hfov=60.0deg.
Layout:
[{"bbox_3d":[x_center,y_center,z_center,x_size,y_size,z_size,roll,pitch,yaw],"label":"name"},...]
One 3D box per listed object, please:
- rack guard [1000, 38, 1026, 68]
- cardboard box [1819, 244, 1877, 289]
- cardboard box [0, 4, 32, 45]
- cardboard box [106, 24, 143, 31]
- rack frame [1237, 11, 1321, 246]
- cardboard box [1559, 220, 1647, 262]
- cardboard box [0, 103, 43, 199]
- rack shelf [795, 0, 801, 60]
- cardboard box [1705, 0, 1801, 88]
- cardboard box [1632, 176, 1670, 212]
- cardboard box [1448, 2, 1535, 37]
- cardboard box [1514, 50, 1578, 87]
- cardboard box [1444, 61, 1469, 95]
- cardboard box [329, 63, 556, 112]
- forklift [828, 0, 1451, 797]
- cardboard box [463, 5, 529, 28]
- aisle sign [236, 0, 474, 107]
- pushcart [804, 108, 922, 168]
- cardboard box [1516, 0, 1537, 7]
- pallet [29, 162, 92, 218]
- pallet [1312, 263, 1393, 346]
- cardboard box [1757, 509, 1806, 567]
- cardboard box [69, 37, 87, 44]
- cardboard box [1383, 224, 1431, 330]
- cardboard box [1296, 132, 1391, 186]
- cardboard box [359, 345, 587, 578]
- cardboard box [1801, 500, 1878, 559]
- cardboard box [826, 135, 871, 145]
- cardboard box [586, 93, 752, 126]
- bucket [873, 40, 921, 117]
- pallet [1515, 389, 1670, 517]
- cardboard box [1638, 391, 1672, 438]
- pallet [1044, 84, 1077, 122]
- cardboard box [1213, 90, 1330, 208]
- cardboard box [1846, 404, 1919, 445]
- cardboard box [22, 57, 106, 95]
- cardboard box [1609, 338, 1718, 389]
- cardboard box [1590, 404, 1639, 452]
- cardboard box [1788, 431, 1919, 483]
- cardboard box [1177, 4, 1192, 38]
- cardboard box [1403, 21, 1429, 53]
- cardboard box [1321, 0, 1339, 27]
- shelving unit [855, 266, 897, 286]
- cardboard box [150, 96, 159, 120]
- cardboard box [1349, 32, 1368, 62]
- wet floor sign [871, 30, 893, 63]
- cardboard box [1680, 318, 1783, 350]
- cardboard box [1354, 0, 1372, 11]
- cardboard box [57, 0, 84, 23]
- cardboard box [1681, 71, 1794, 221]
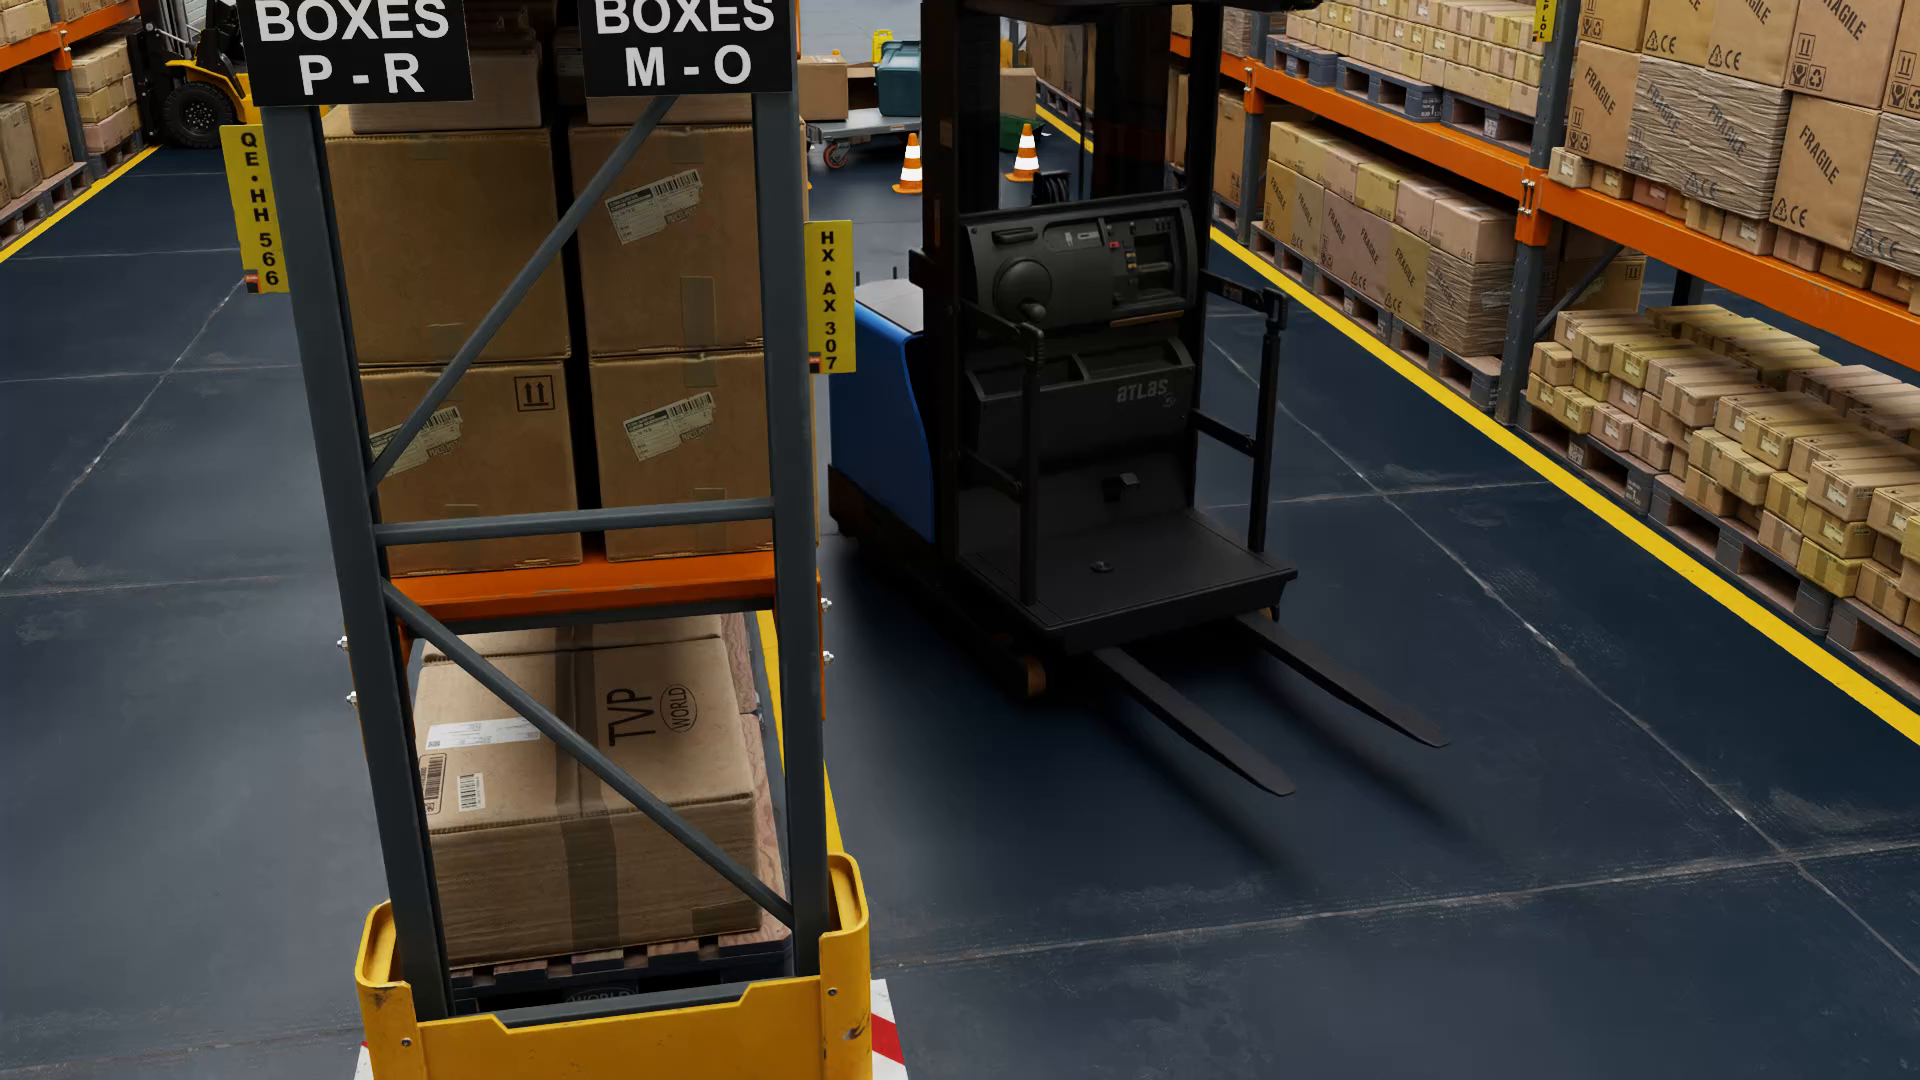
[{"bbox_3d":[1.065,-5.597,19.441,1.175,0.500,0.348,-4,24,-10],"label":"rack guard"},{"bbox_3d":[3.473,-1.048,6.216,0.380,0.149,0.250,-4,24,-9],"label":"cardboard box"},{"bbox_3d":[-7.465,-3.940,12.711,0.500,0.250,0.500,-4,24,-10],"label":"cardboard box"},{"bbox_3d":[-8.162,-4.990,16.590,0.500,0.250,0.500,-4,24,-9],"label":"cardboard box"},{"bbox_3d":[2.549,-3.587,11.714,1.000,3.000,0.127,-4,24,-10],"label":"rack frame"},{"bbox_3d":[3.412,-1.714,9.088,0.500,0.250,0.500,-5,24,-12],"label":"cardboard box"},{"bbox_3d":[-7.671,-2.979,12.765,0.875,0.625,0.625,-5,24,-10],"label":"cardboard box"},{"bbox_3d":[-1.188,-1.865,4.924,1.077,0.370,4.000,-4,24,-10],"label":"rack shelf"},{"bbox_3d":[3.306,-2.055,6.461,0.500,0.500,0.500,-4,24,-9],"label":"cardboard box"},{"bbox_3d":[3.241,-1.565,7.400,0.380,0.149,0.250,-5,24,-12],"label":"cardboard box"},{"bbox_3d":[2.877,-2.817,8.999,0.380,0.149,0.250,-4,24,-10],"label":"cardboard box"},{"bbox_3d":[3.021,-2.369,8.343,0.380,0.149,0.250,-4,24,-8],"label":"cardboard box"},{"bbox_3d":[2.882,-2.531,9.086,0.380,0.149,0.250,-6,24,-12],"label":"cardboard box"},{"bbox_3d":[-1.266,-0.913,4.219,0.500,0.500,0.500,-4,24,-10],"label":"cardboard box"},{"bbox_3d":[0.551,-0.977,5.824,1.130,2.935,3.031,-12,26,-25],"label":"forklift"},{"bbox_3d":[-1.288,-1.257,4.195,0.380,0.149,0.250,-4,24,-9],"label":"cardboard box"},{"bbox_3d":[-1.109,-1.174,2.942,0.394,0.787,0.004,-4,24,-10],"label":"aisle sign"},{"bbox_3d":[-0.805,-3.740,15.343,1.648,0.377,0.936,-13,27,-28],"label":"pushcart"},{"bbox_3d":[3.428,-3.061,9.556,0.380,0.149,0.250,-3,24,-8],"label":"cardboard box"},{"bbox_3d":[-7.740,-2.820,13.443,1.003,0.211,1.213,-4,24,-10],"label":"pallet"},{"bbox_3d":[2.914,-1.522,10.472,1.003,0.211,1.213,-4,24,-10],"label":"pallet"},{"bbox_3d":[3.417,-0.022,6.590,0.380,0.149,0.250,-4,24,-9],"label":"cardboard box"},{"bbox_3d":[-8.485,-4.550,15.582,0.500,0.250,0.500,-5,24,-11],"label":"cardboard box"},{"bbox_3d":[2.810,-1.534,9.614,0.500,0.500,0.500,-5,24,-11],"label":"cardboard box"},{"bbox_3d":[2.532,-2.488,10.862,0.500,0.250,0.500,-5,24,-10],"label":"cardboard box"},{"bbox_3d":[-1.167,-0.250,3.949,0.500,0.500,0.500,-4,24,-9],"label":"cardboard box"},{"bbox_3d":[3.444,-0.056,6.295,0.380,0.149,0.250,-4,24,-9],"label":"cardboard box"},{"bbox_3d":[-1.078,-3.980,16.031,0.396,0.266,0.258,18,29,36],"label":"cardboard box"},{"bbox_3d":[-0.611,-0.995,3.596,0.380,0.149,0.250,-4,24,-9],"label":"cardboard box"},{"bbox_3d":[-0.482,-4.239,15.399,0.726,0.611,0.620,4,34,9],"label":"bucket"},{"bbox_3d":[3.448,-0.474,8.071,1.003,0.211,1.213,-4,24,-10],"label":"pallet"},{"bbox_3d":[3.304,-0.577,7.488,0.380,0.149,0.250,-6,24,-12],"label":"cardboard box"},{"bbox_3d":[1.517,-4.668,17.674,1.003,0.211,1.213,-4,24,-10],"label":"pallet"},{"bbox_3d":[2.525,-2.994,12.644,1.050,0.750,0.750,-5,24,-10],"label":"cardboard box"},{"bbox_3d":[3.862,-0.438,6.798,0.380,0.149,0.250,-4,24,-10],"label":"cardboard box"},{"bbox_3d":[-7.695,-3.989,14.297,0.500,0.250,0.500,-5,24,-11],"label":"cardboard box"},{"bbox_3d":[3.237,-0.812,7.656,0.380,0.149,0.250,-5,24,-10],"label":"cardboard box"},{"bbox_3d":[3.186,-0.534,7.761,0.380,0.149,0.250,-4,24,-10],"label":"cardboard box"},{"bbox_3d":[3.489,-0.303,6.491,0.380,0.149,0.250,-5,24,-12],"label":"cardboard box"},{"bbox_3d":[2.018,-4.183,12.954,0.500,0.500,0.500,-5,24,-11],"label":"cardboard box"},{"bbox_3d":[2.774,-2.887,9.530,0.380,0.149,0.250,-4,24,-10],"label":"cardboard box"},{"bbox_3d":[2.546,-3.384,10.668,0.380,0.149,0.250,-5,24,-11],"label":"cardboard box"},{"bbox_3d":[-0.315,-0.678,7.490,0.215,1.050,0.252,-12,26,-25],"label":"shelving unit"},{"bbox_3d":[-7.972,-4.133,15.876,0.500,0.250,0.500,-4,24,-8],"label":"cardboard box"},{"bbox_3d":[2.636,-3.051,10.276,0.380,0.149,0.250,-4,24,-8],"label":"cardboard box"},{"bbox_3d":[-0.882,-5.519,19.081,0.267,0.644,0.232,-9,25,-19],"label":"wet floor sign"},{"bbox_3d":[3.696,-0.954,7.979,0.380,0.149,0.250,-4,24,-9],"label":"cardboard box"},{"bbox_3d":[2.638,-3.328,10.167,0.380,0.149,0.250,-3,24,-7],"label":"cardboard box"},{"bbox_3d":[-7.740,-4.625,13.966,0.500,0.500,0.500,-5,24,-11],"label":"cardboard box"},{"bbox_3d":[3.289,-1.587,6.639,0.500,0.500,0.500,-5,24,-11],"label":"cardboard box"}]
